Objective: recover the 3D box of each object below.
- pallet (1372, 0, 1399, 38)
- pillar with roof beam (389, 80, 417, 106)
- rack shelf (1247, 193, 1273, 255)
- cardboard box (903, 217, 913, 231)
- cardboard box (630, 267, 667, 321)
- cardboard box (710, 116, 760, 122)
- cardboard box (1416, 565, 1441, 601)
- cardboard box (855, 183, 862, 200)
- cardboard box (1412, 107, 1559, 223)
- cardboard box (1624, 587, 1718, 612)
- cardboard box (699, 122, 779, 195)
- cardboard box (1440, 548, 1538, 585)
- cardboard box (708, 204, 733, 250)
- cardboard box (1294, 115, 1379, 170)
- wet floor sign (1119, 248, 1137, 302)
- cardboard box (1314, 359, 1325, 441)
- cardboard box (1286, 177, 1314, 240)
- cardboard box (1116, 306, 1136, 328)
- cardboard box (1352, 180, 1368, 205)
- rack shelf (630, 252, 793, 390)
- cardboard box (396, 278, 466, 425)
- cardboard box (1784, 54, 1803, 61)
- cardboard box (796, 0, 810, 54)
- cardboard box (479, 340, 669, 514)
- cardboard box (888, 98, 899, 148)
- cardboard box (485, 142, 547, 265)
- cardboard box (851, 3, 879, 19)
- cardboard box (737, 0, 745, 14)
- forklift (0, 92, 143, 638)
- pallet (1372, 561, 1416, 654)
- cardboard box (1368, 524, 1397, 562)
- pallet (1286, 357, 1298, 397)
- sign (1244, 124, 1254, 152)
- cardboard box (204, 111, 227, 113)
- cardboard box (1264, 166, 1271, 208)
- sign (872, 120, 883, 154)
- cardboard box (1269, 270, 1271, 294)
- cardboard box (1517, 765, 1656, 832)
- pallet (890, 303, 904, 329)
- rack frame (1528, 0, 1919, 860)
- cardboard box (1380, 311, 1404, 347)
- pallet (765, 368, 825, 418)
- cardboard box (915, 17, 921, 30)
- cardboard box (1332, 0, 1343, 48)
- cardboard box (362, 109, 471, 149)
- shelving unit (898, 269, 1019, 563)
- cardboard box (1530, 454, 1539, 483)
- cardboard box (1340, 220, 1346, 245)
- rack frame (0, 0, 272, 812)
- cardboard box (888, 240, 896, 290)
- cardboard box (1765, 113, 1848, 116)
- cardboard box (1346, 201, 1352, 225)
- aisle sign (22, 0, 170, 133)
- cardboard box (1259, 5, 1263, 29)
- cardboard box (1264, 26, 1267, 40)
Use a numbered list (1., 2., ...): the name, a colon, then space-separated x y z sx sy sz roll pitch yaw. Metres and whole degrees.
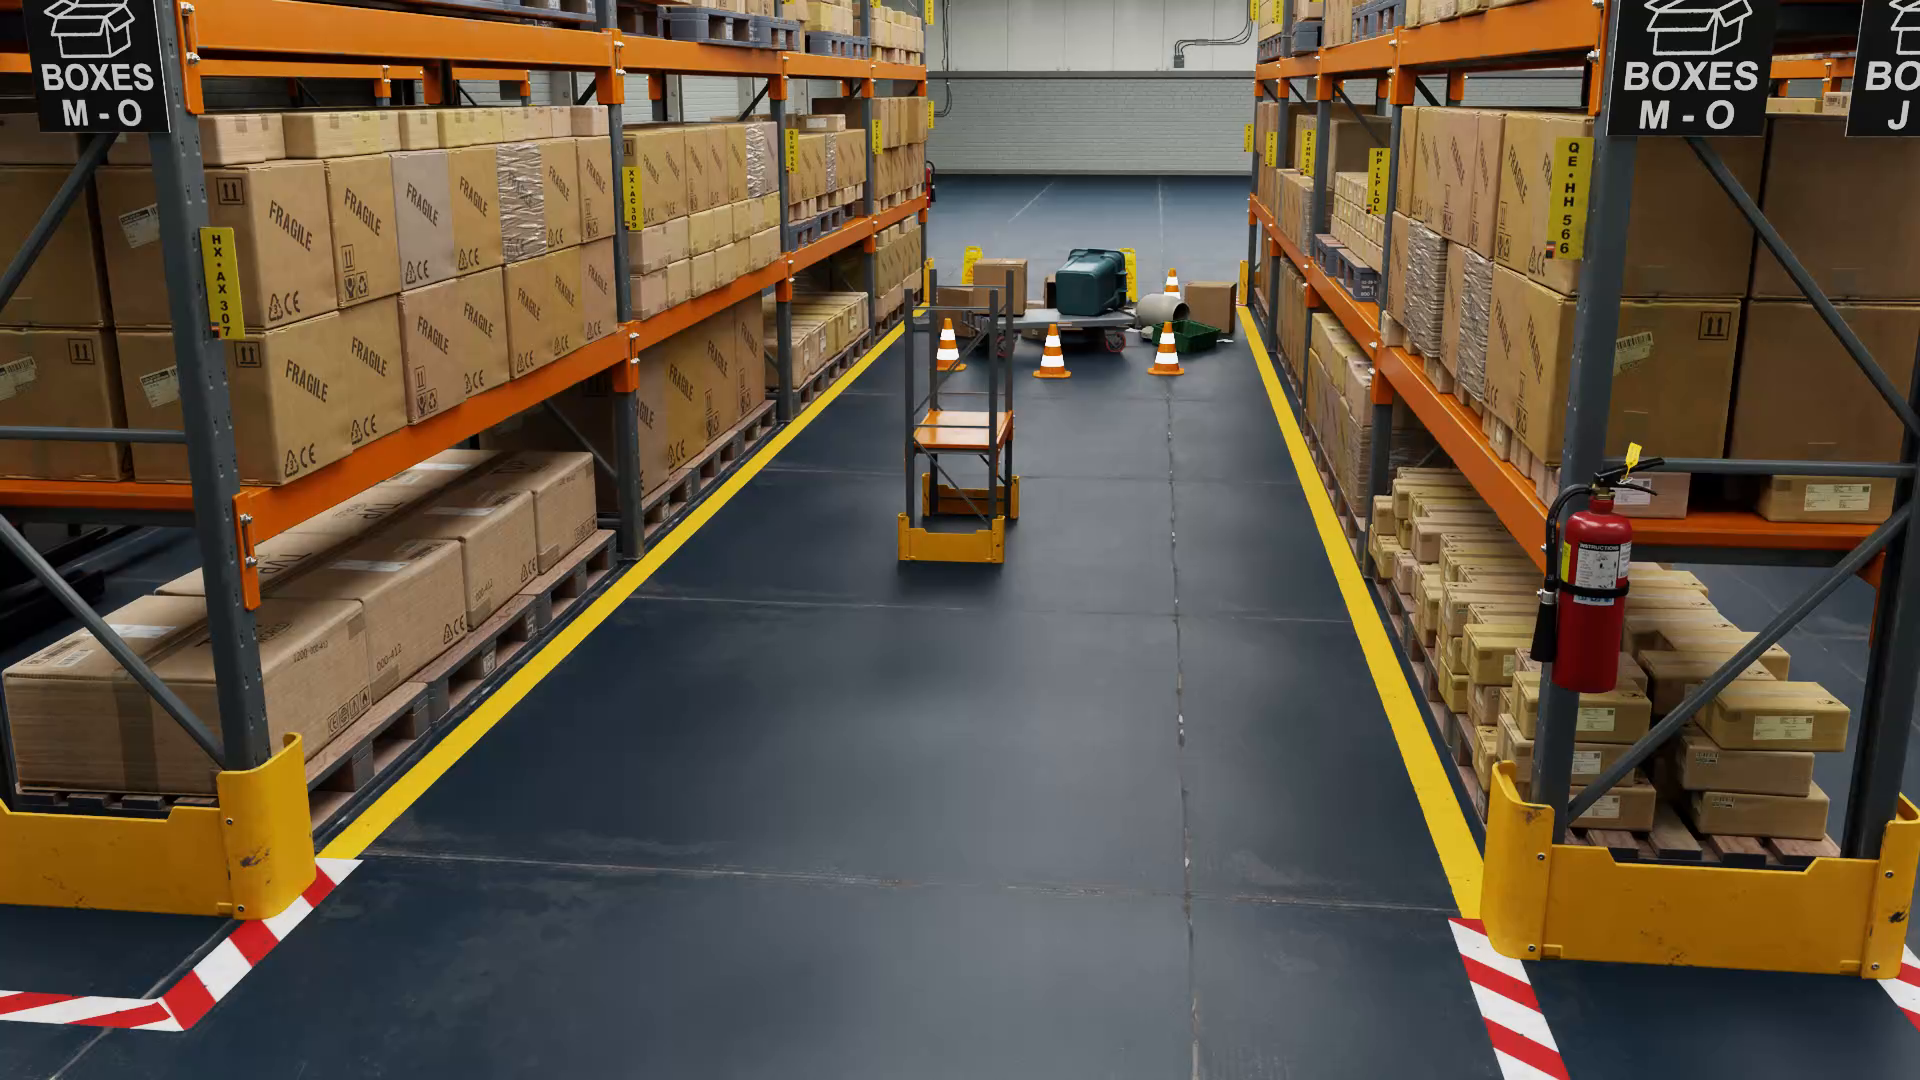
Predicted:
1. pallet: 2.835 -2.748 8.692 1.213 0.211 1.003 2 15 6
2. pillar with roof beam: -2.545 -7.226 19.147 9.100 9.000 0.400 2 15 6
3. rack shelf: 3.788 -3.480 18.164 1.077 0.370 4.000 2 15 6
4. cardboard box: -0.753 -3.639 19.156 0.380 0.149 0.250 2 15 7
5. cardboard box: -1.958 -1.387 9.334 0.500 0.250 0.500 1 15 5
6. cardboard box: -1.914 -3.531 14.166 0.380 0.149 0.250 1 15 4
7. cardboard box: 2.191 0.217 7.199 0.380 0.149 0.250 2 15 6
8. cardboard box: -1.151 -3.368 16.049 0.380 0.149 0.250 2 15 7
9. cardboard box: 2.323 -1.664 7.391 0.500 0.500 0.500 1 15 5
10. cardboard box: 2.659 0.289 6.365 0.380 0.149 0.250 2 15 8
11. cardboard box: -1.617 -2.780 12.090 0.500 0.500 0.500 1 15 5
12. cardboard box: 2.213 0.140 6.915 0.380 0.149 0.250 2 15 7
13. cardboard box: -1.771 -2.026 10.736 0.500 0.250 0.500 1 15 5
14. cardboard box: 3.512 -3.711 15.532 0.700 0.500 0.500 1 15 5
15. wet floor sign: 2.050 -3.276 20.540 0.267 0.644 0.232 -1 15 -3
16. cardboard box: 2.725 -0.961 11.454 0.500 0.500 0.500 2 15 7
17. cardboard box: 3.063 -2.836 14.214 0.500 0.500 0.500 2 15 7
18. cardboard box: 1.926 -2.489 18.358 0.396 0.266 0.258 4 16 16
19. cardboard box: 2.748 -2.254 10.787 0.380 0.149 0.250 2 15 9
20. rack shelf: -2.044 -1.525 10.933 1.077 0.370 4.000 2 15 6
21. cardboard box: -2.277 -0.744 6.475 0.500 0.500 0.500 2 15 6
22. cardboard box: 8.341 -4.773 16.109 0.500 0.250 0.500 2 15 8
23. cardboard box: -1.675 -4.285 13.819 0.797 0.503 0.637 2 15 6
24. cardboard box: -2.280 -0.694 9.747 0.875 0.875 0.875 2 15 8
25. cardboard box: -1.023 -4.342 17.298 0.700 0.500 0.500 2 15 7
26. cardboard box: -2.162 -1.490 7.320 0.500 0.500 0.500 2 15 7
27. cardboard box: -1.007 -5.212 16.398 0.380 0.149 0.250 1 15 5
28. cardboard box: -1.626 -3.609 10.970 0.396 0.266 0.258 1 15 5
29. forklift: -4.964 -1.031 7.861 1.130 2.935 3.031 1 15 4
30. pallet: 2.619 0.287 8.195 1.003 0.211 1.213 2 15 6
31. cardboard box: 2.300 0.025 8.482 0.380 0.149 0.250 1 15 4
32. pallet: 3.415 -1.443 14.594 1.003 0.211 1.213 2 15 6
33. sign: 3.463 -4.820 19.932 0.100 0.325 0.005 2 15 6
34. cardboard box: -2.860 -1.459 5.962 0.380 0.149 0.250 2 15 8
35. cardboard box: 3.770 -3.898 18.042 0.875 0.550 0.500 2 15 6
36. sign: -0.815 -3.972 16.386 0.100 0.325 0.005 2 15 6
37. cardboard box: 3.801 -2.881 17.835 0.875 0.875 0.875 2 15 7
38. cardboard box: 2.061 0.834 5.487 0.380 0.149 0.250 2 15 7
39. pallet: -1.191 -2.575 18.780 1.003 0.211 1.213 2 15 6
40. rack frame: 2.209 -0.197 4.642 1.000 3.000 0.127 2 15 6
41. cardboard box: 2.303 -1.049 8.276 0.380 0.149 0.250 2 15 8
42. pallet: -1.729 -1.248 13.871 1.003 0.211 1.213 2 15 6
43. cardboard box: -0.661 -6.081 19.612 0.380 0.149 0.250 2 15 7
44. cardboard box: 2.733 -3.497 10.912 0.500 0.500 0.500 2 15 6
45. cardboard box: -2.189 -1.645 6.650 0.380 0.149 0.250 1 15 5
46. shelving unit: 0.009 -0.744 9.539 0.587 1.500 1.083 2 15 6
47. cardboard box: 2.030 -0.232 5.253 0.380 0.149 0.250 2 15 6
48. cardboard box: 2.800 -2.103 11.370 0.380 0.149 0.250 2 15 9
49. rack frame: -2.721 -0.316 5.085 1.000 3.000 0.127 2 15 6
50. cardboard box: -0.984 -2.950 17.852 0.500 0.500 0.500 2 15 9
51. cardboard box: 2.574 -1.111 5.346 0.500 0.500 0.500 2 15 8
52. cardboard box: 2.774 -2.172 11.054 0.380 0.149 0.250 2 15 7
53. aisle sign: -2.441 -1.544 4.645 0.394 0.787 0.004 2 15 6
54. cardboard box: 3.704 -5.999 19.075 0.500 0.250 0.500 2 15 6
55. cardboard box: 3.543 -5.583 18.300 0.380 0.149 0.250 2 15 6
